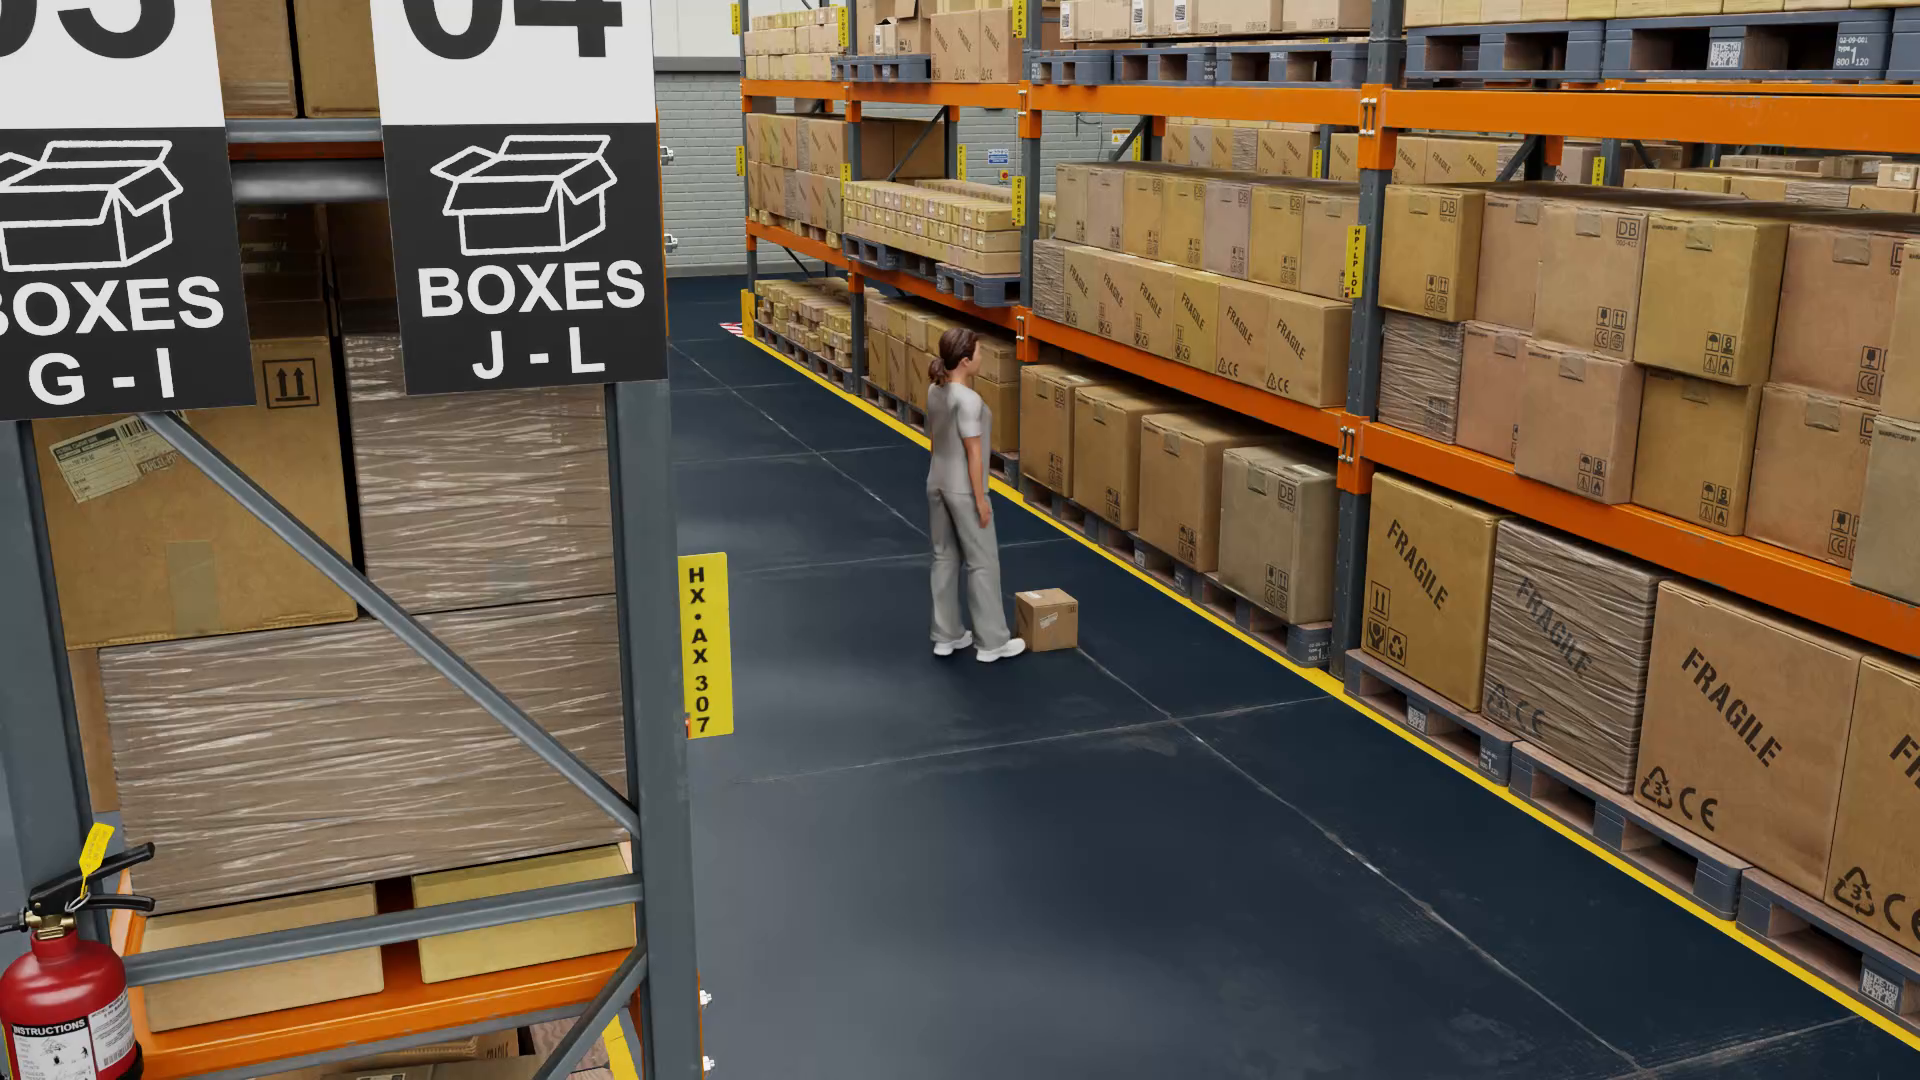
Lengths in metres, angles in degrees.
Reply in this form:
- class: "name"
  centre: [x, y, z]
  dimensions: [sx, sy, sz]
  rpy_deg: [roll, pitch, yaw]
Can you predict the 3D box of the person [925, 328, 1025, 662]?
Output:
- class: "person"
  centre: [0.051, -0.237, 8.351]
  dimensions: [0.465, 1.672, 0.486]
  rpy_deg: [-10, 19, -33]
